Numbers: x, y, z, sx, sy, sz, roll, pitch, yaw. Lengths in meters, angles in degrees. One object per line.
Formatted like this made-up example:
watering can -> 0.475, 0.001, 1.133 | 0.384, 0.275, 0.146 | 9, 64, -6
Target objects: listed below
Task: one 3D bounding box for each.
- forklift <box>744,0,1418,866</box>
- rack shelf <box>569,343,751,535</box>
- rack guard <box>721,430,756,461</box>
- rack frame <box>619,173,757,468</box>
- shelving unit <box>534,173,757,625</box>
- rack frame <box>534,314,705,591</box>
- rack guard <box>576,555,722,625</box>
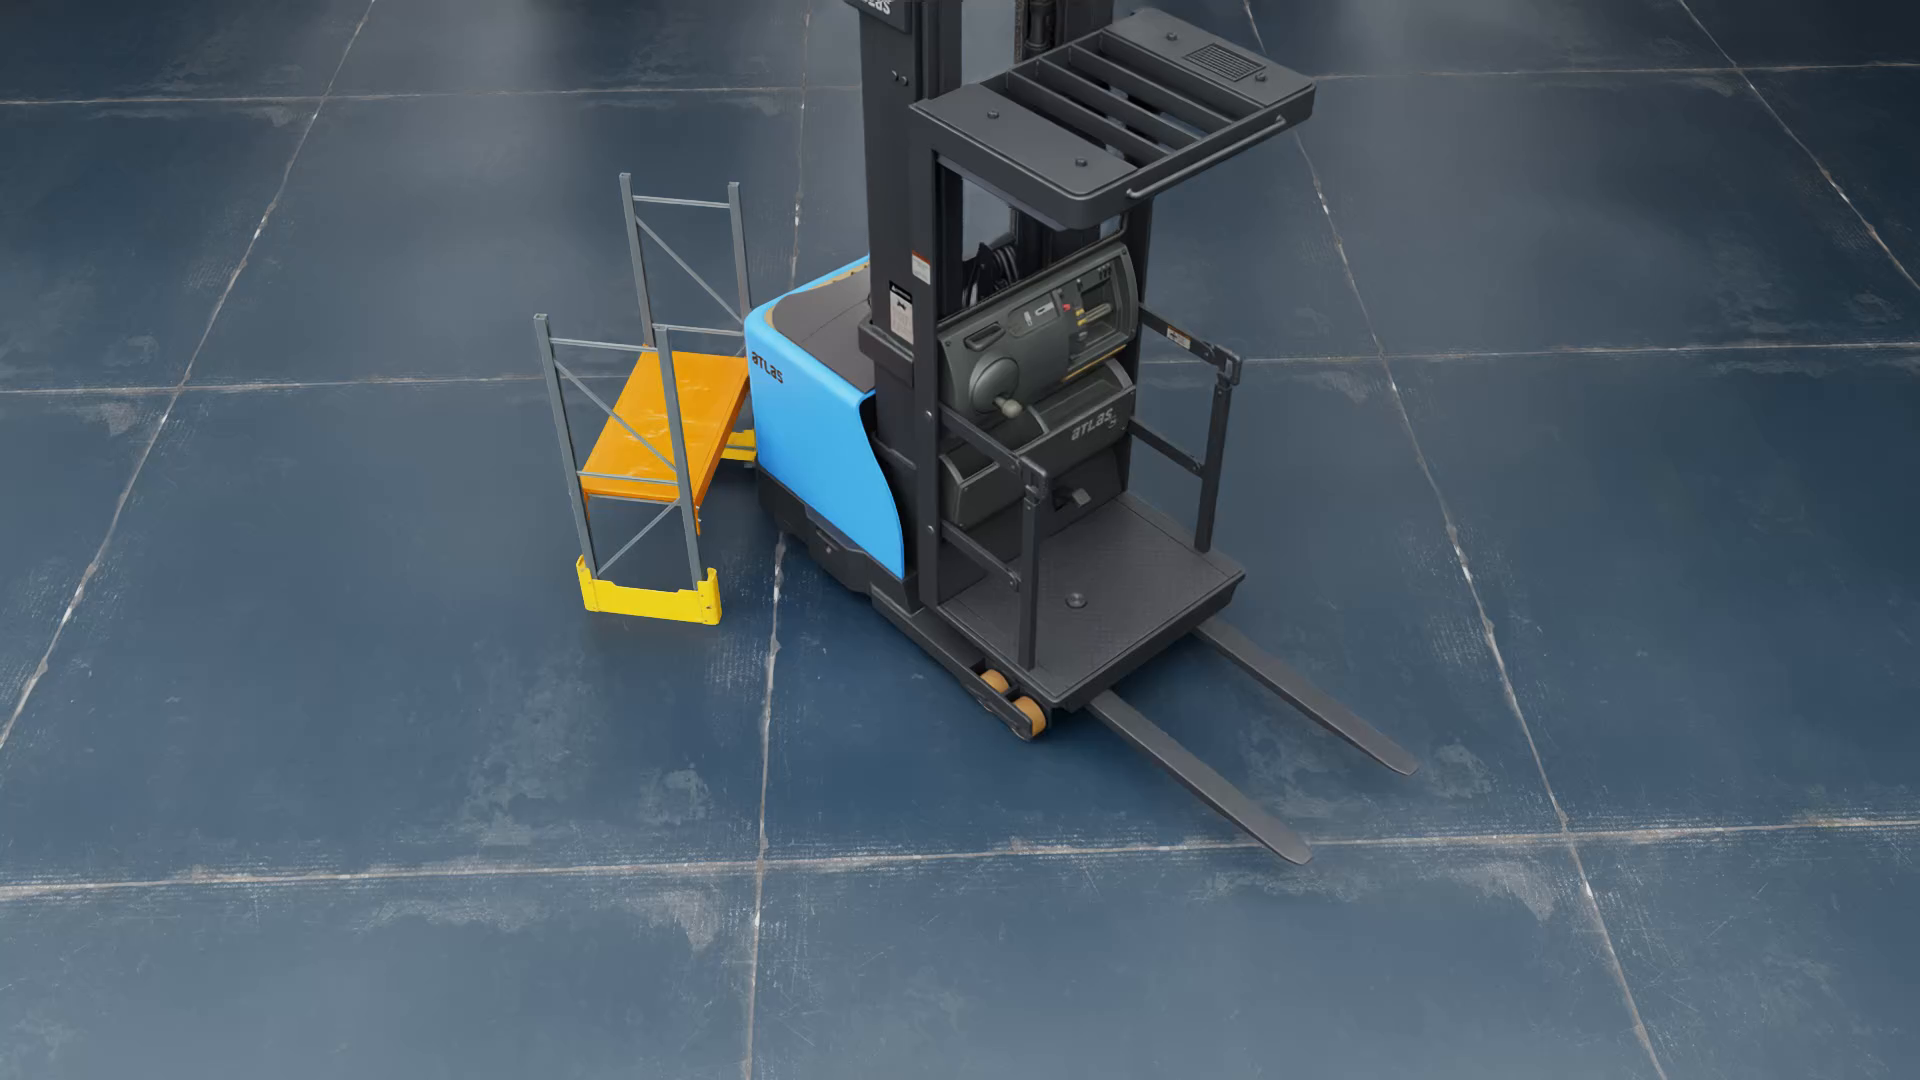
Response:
forklift -> 0.446, -0.690, 5.983 | 1.130, 2.935, 3.031 | -31, 51, -29
rack shelf -> -1.226, -0.446, 7.043 | 0.538, 0.185, 1.000 | 6, 43, 7
rack guard -> -1.146, -0.456, 7.712 | 0.587, 0.250, 0.087 | 6, 43, 7
rack frame -> -1.146, -0.918, 7.291 | 0.500, 1.500, 0.032 | 6, 43, 7
shelving unit -> -1.225, -0.585, 6.928 | 0.587, 1.500, 1.083 | 6, 43, 7
rack frame -> -1.306, -0.239, 6.551 | 0.500, 1.500, 0.032 | 6, 43, 7
rack guard -> -1.303, 0.208, 6.987 | 0.587, 0.250, 0.087 | 6, 43, 7
